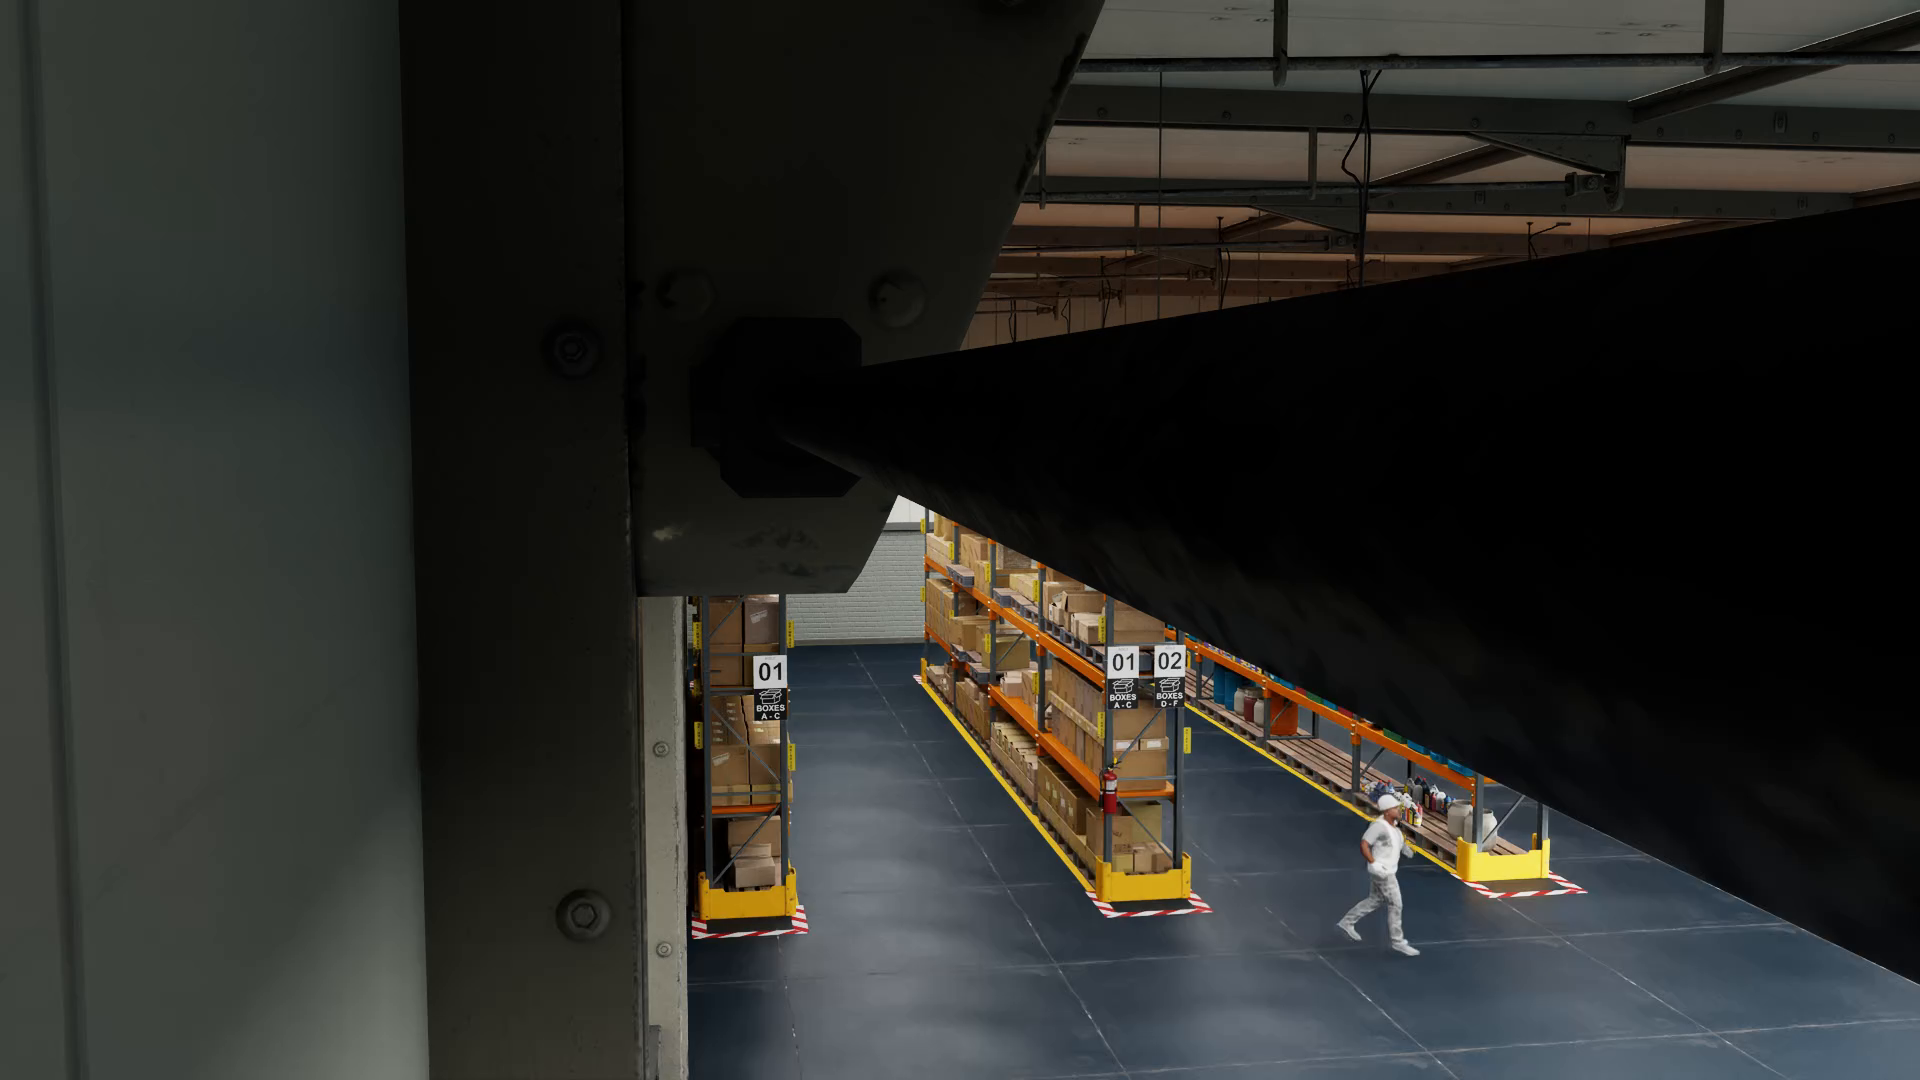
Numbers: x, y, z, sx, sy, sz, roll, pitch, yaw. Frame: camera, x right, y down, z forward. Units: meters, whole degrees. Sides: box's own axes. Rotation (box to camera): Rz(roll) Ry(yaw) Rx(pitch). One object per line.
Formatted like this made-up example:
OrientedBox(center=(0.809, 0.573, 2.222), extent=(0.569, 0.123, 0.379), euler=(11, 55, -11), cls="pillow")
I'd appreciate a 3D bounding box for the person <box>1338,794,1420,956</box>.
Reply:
OrientedBox(center=(4.768, 3.758, 18.876), extent=(0.924, 1.789, 0.675), euler=(2, 5, 19), cls="person")
